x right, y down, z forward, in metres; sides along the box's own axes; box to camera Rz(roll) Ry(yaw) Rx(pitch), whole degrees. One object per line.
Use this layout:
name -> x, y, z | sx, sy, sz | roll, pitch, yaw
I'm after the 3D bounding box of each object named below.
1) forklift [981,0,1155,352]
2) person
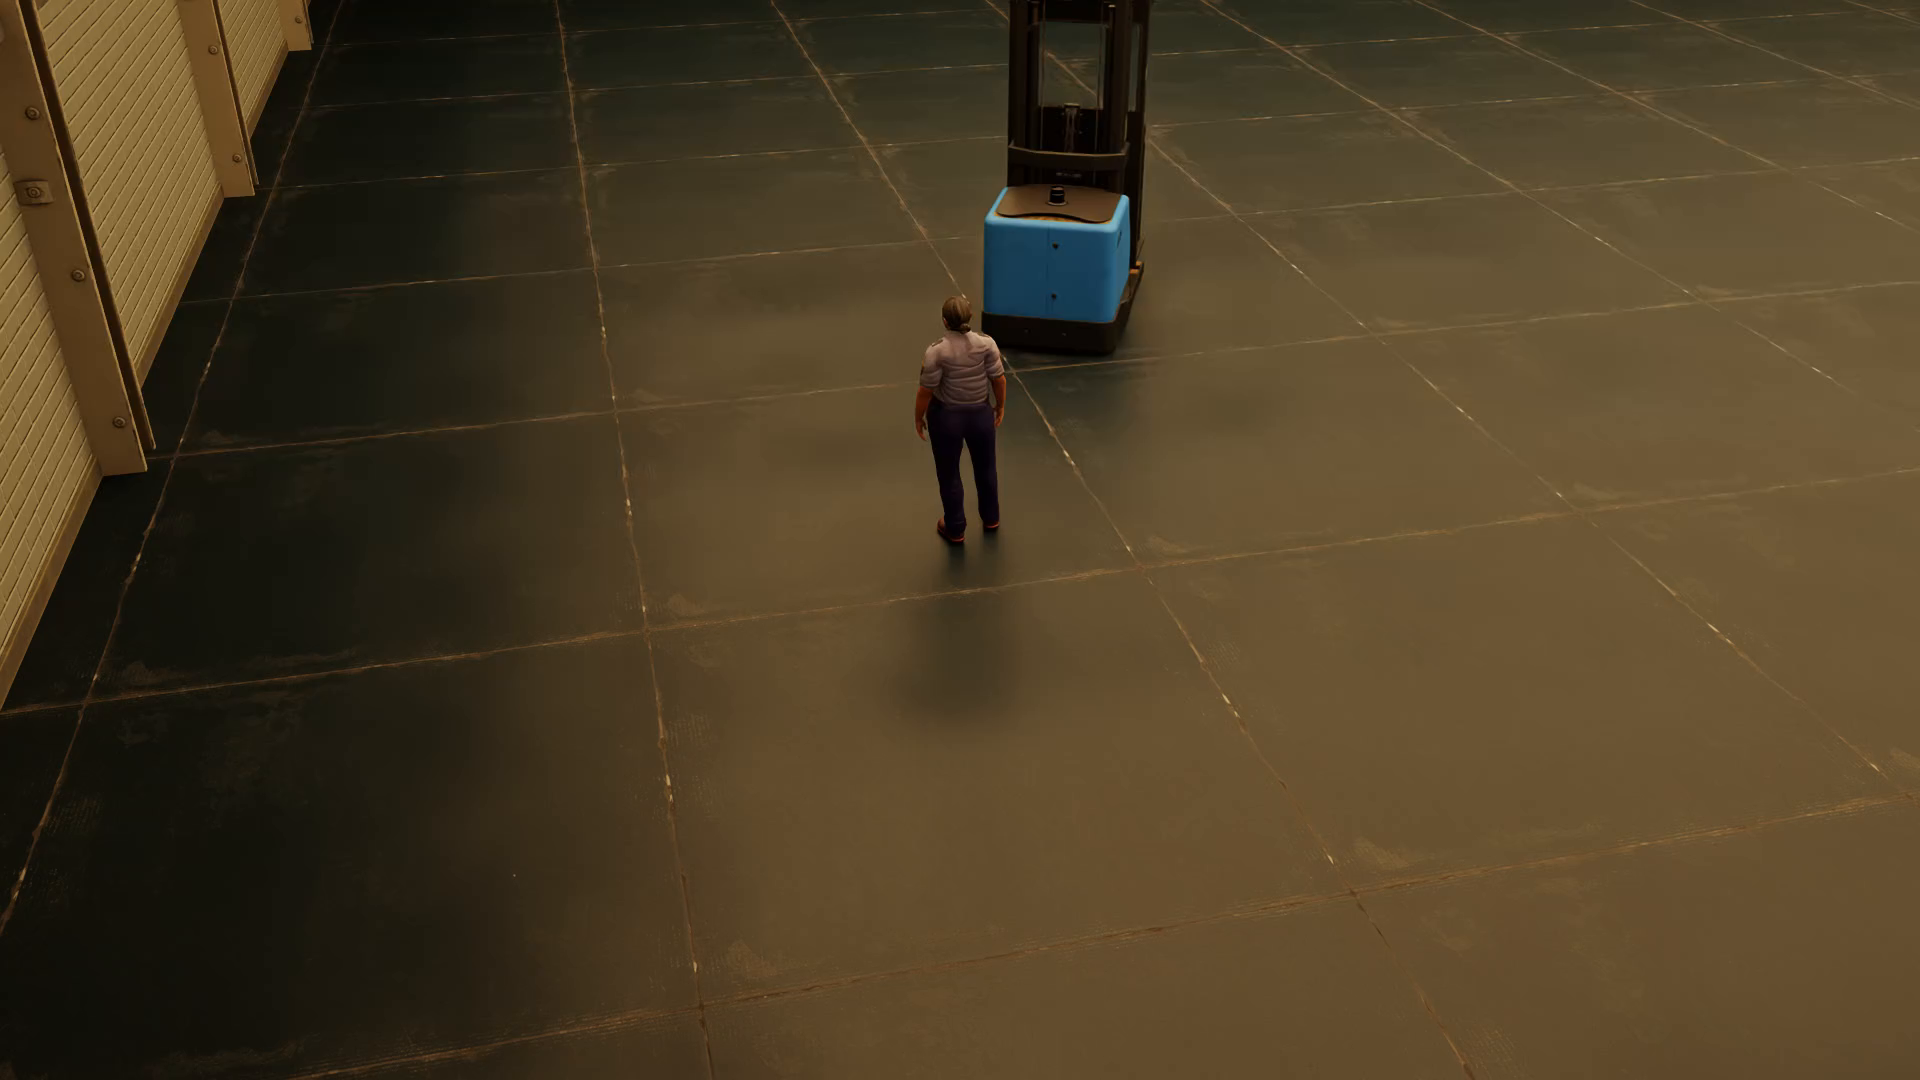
forklift -> 0.979, -3.446, 13.527 | 1.130, 2.935, 3.031 | 6, 31, 10
person -> 0.001, -0.766, 10.163 | 0.598, 1.651, 0.503 | -7, 31, -12
